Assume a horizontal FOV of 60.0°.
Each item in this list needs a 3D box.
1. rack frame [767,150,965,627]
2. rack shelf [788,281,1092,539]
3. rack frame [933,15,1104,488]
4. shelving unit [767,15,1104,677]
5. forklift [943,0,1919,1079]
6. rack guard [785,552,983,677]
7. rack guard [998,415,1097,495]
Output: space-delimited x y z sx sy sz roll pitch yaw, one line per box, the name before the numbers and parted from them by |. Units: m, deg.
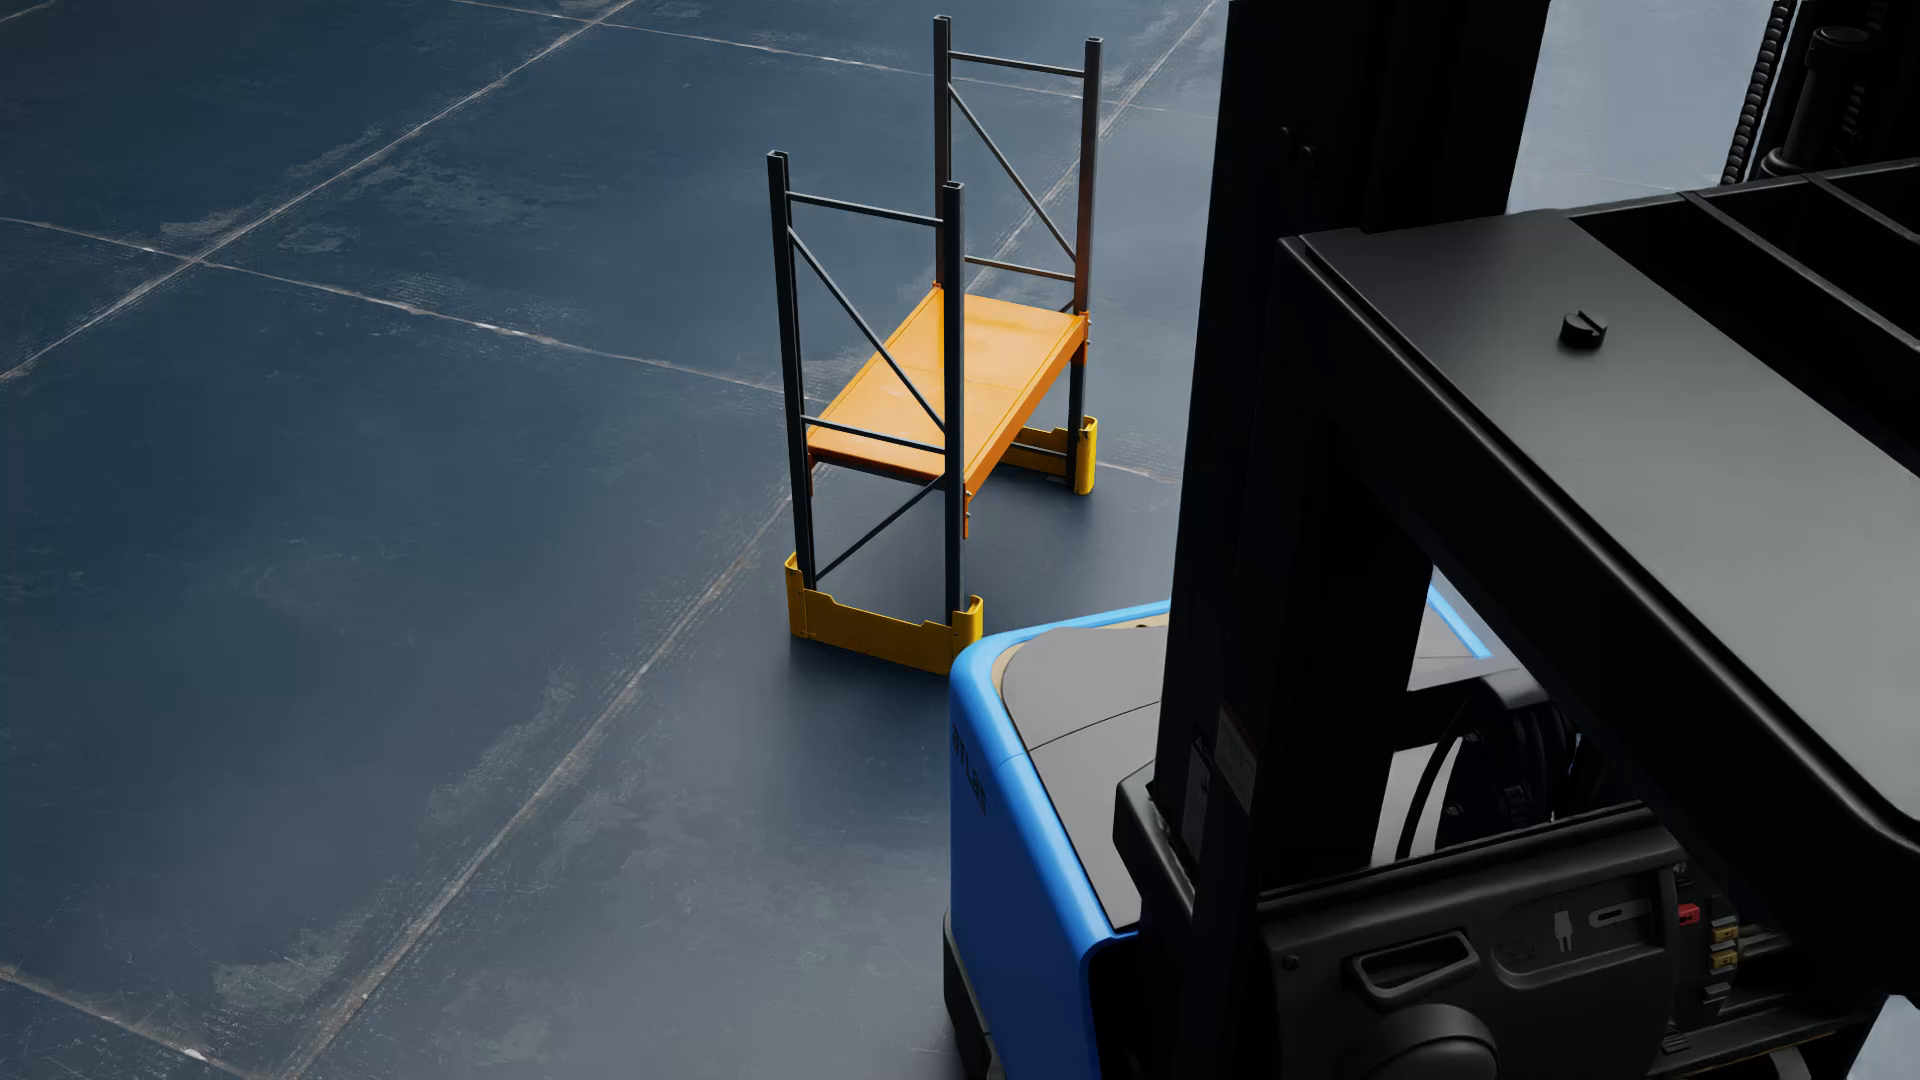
rack frame | -0.226 -0.272 4.361 0.500 1.500 0.032 14 39 18
rack shelf | -0.032 -0.409 4.845 0.538 0.185 1.000 14 39 18
rack frame | 0.161 -0.835 5.114 0.500 1.500 0.032 14 39 18
shelving unit | -0.029 -0.559 4.745 0.587 1.500 1.083 14 39 18
forklift | 0.882 0.640 1.946 1.130 2.935 3.031 -10 38 -14
rack guard | -0.218 0.218 4.750 0.587 0.250 0.087 14 39 18
rack guard | 0.160 -0.334 5.488 0.587 0.250 0.087 14 39 18
